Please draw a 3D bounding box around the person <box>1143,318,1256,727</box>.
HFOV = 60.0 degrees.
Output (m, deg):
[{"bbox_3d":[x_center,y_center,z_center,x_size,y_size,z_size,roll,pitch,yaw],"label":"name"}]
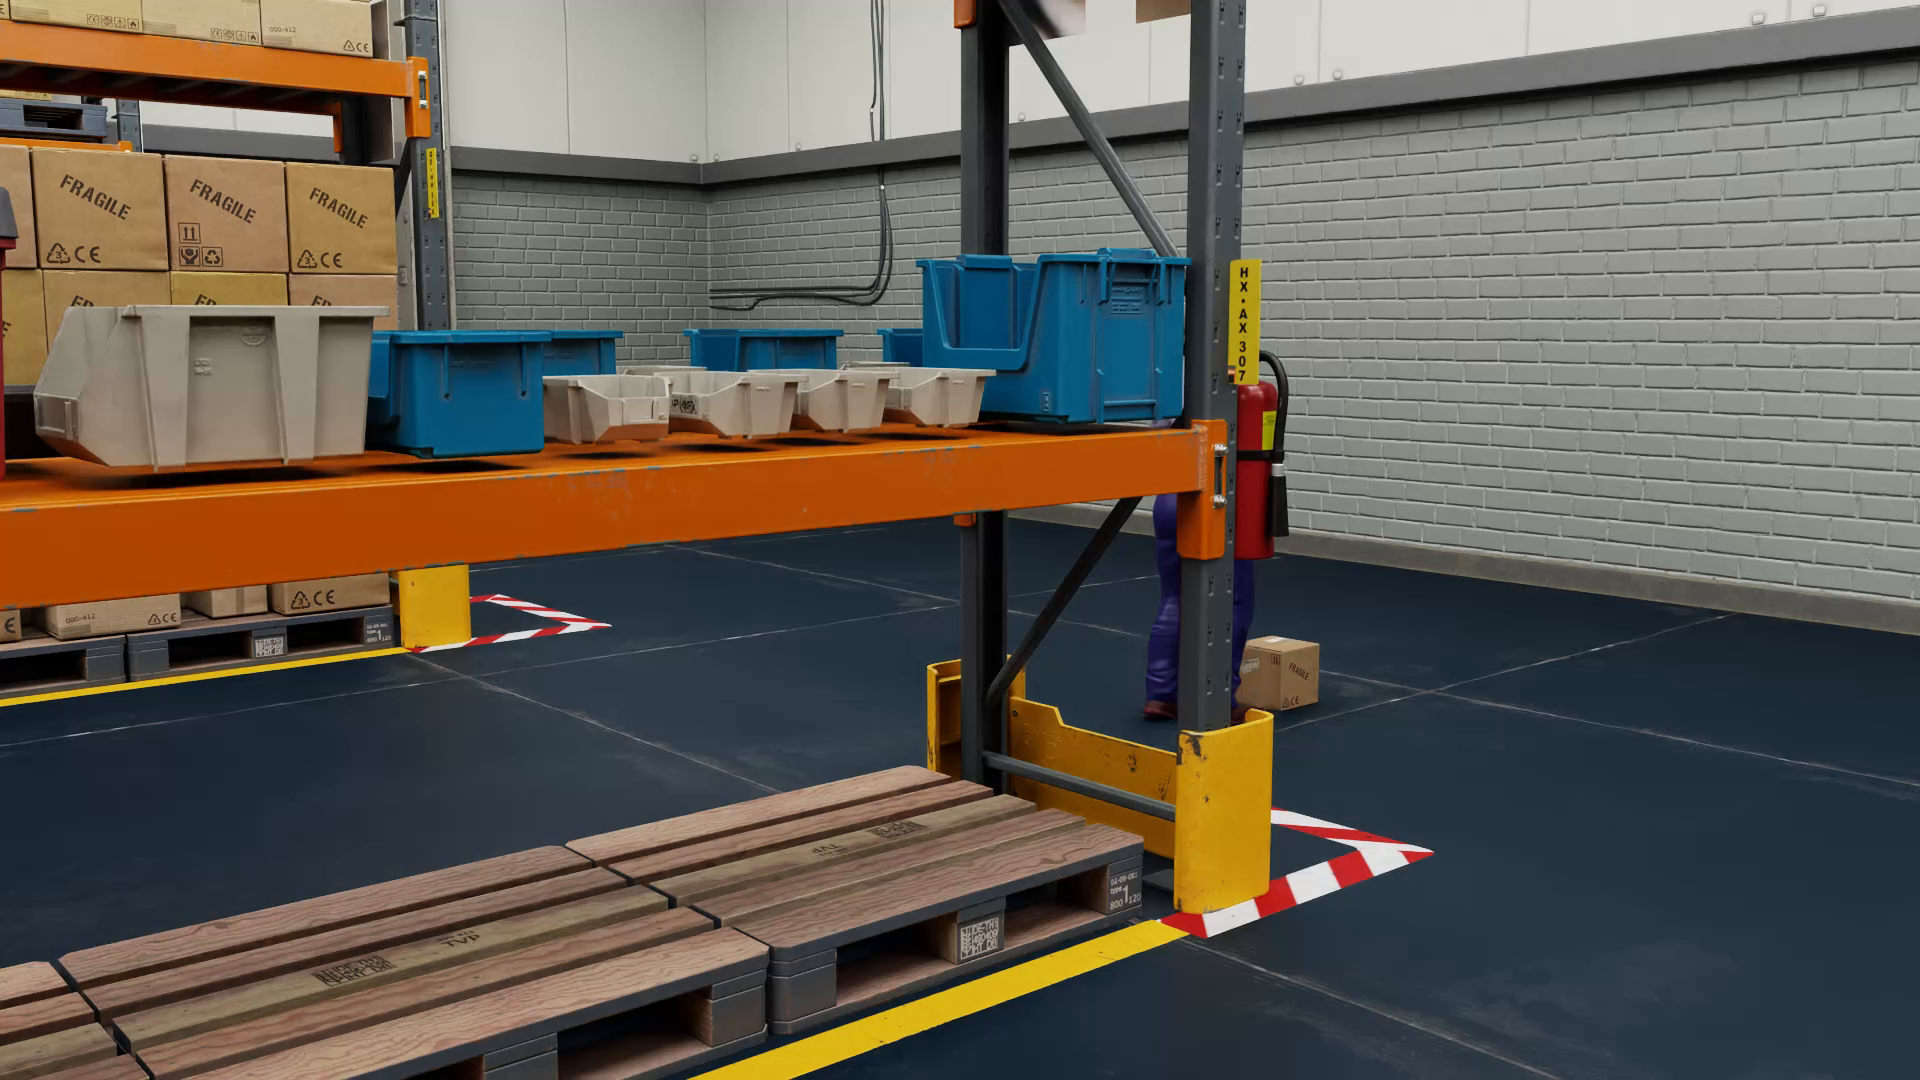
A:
[{"bbox_3d":[0.959,-0.074,6.564,0.360,1.682,0.467,-6,10,-39],"label":"person"}]
